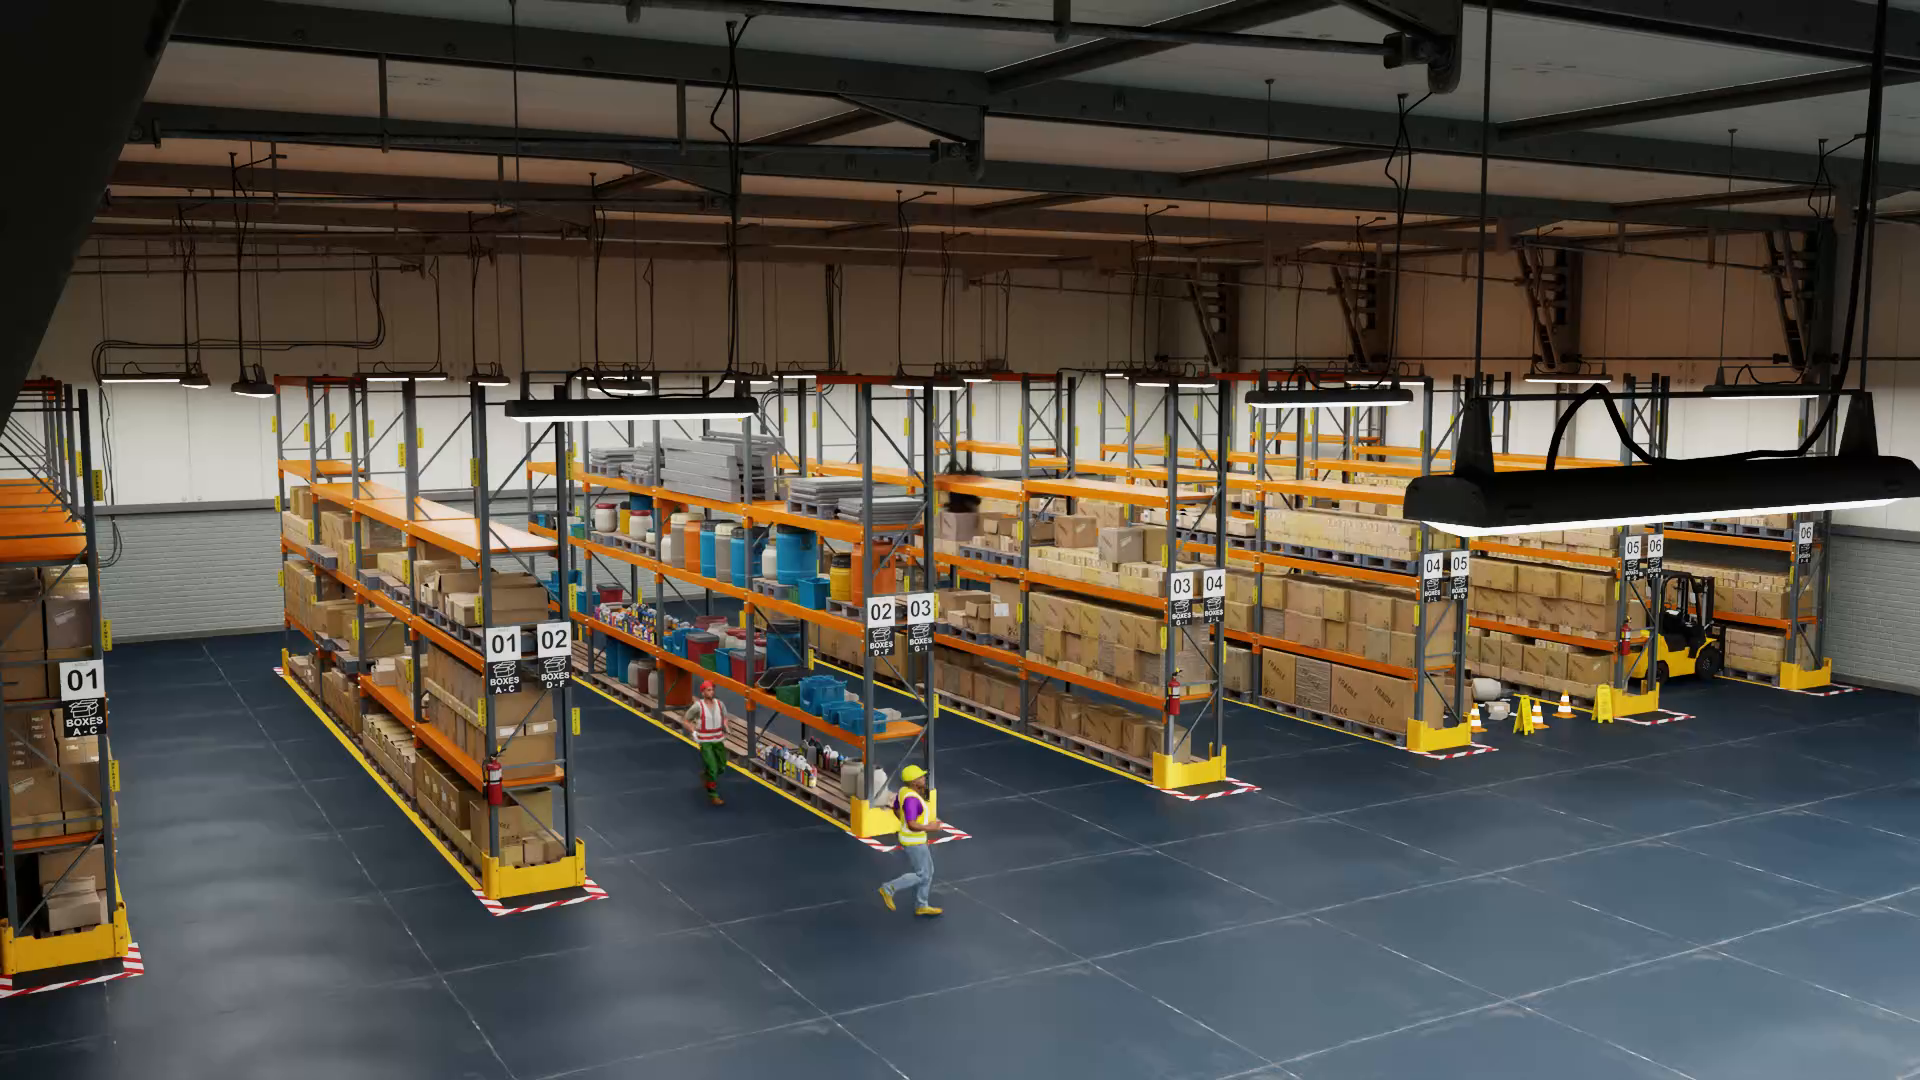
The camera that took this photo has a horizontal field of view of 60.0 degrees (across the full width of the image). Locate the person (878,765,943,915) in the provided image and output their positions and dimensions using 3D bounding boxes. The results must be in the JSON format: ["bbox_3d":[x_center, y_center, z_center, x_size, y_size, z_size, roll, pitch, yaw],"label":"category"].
[{"bbox_3d":[-0.571,3.407,18.855,0.733,1.732,0.708,-1,6,-8],"label":"person"}]

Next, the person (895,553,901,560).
[{"bbox_3d":[-1.602,1.095,40.779,0.575,1.553,0.568,1,6,9],"label":"person"}]

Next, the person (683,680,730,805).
[{"bbox_3d":[-3.591,2.870,23.735,0.663,1.748,0.780,-4,8,-36],"label":"person"}]
